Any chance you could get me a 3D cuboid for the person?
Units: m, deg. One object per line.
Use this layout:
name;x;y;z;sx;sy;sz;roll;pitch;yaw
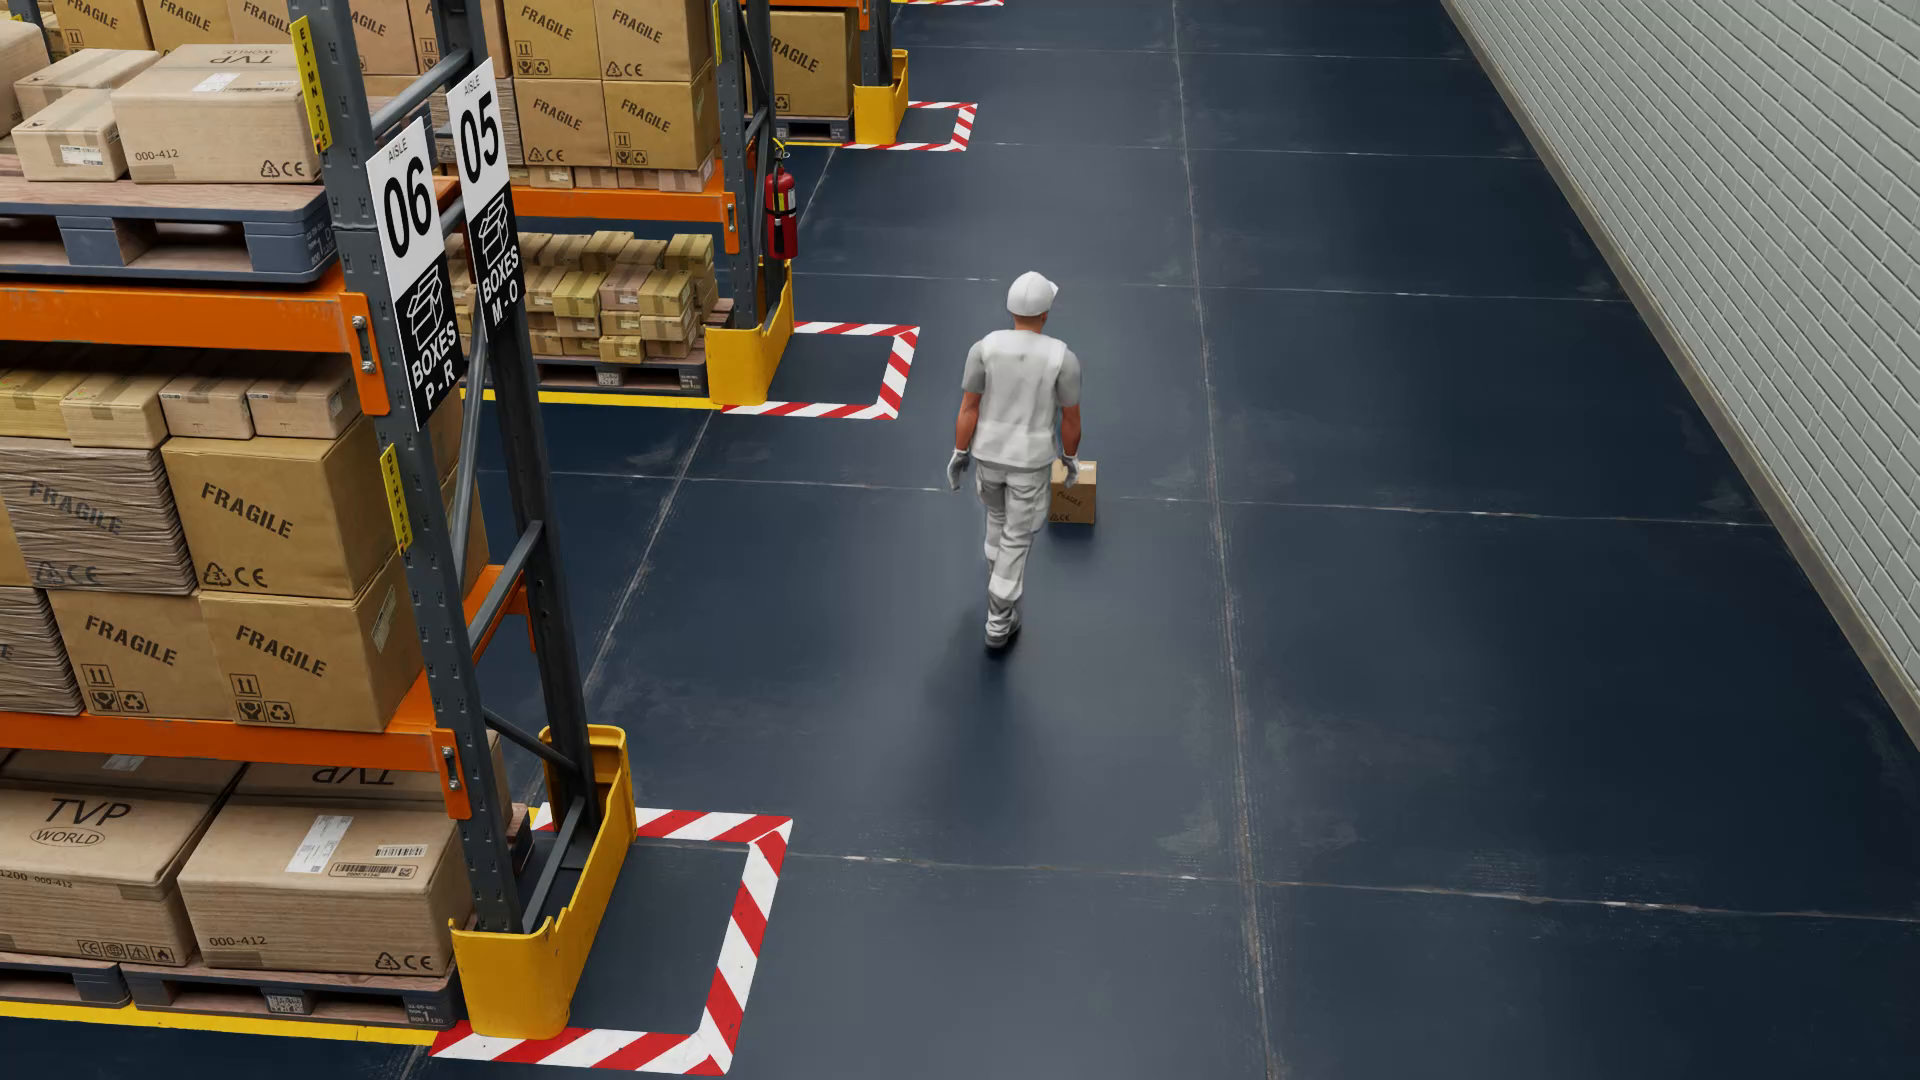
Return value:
person;0.268;-0.377;7.730;0.578;1.795;0.698;11;33;17
